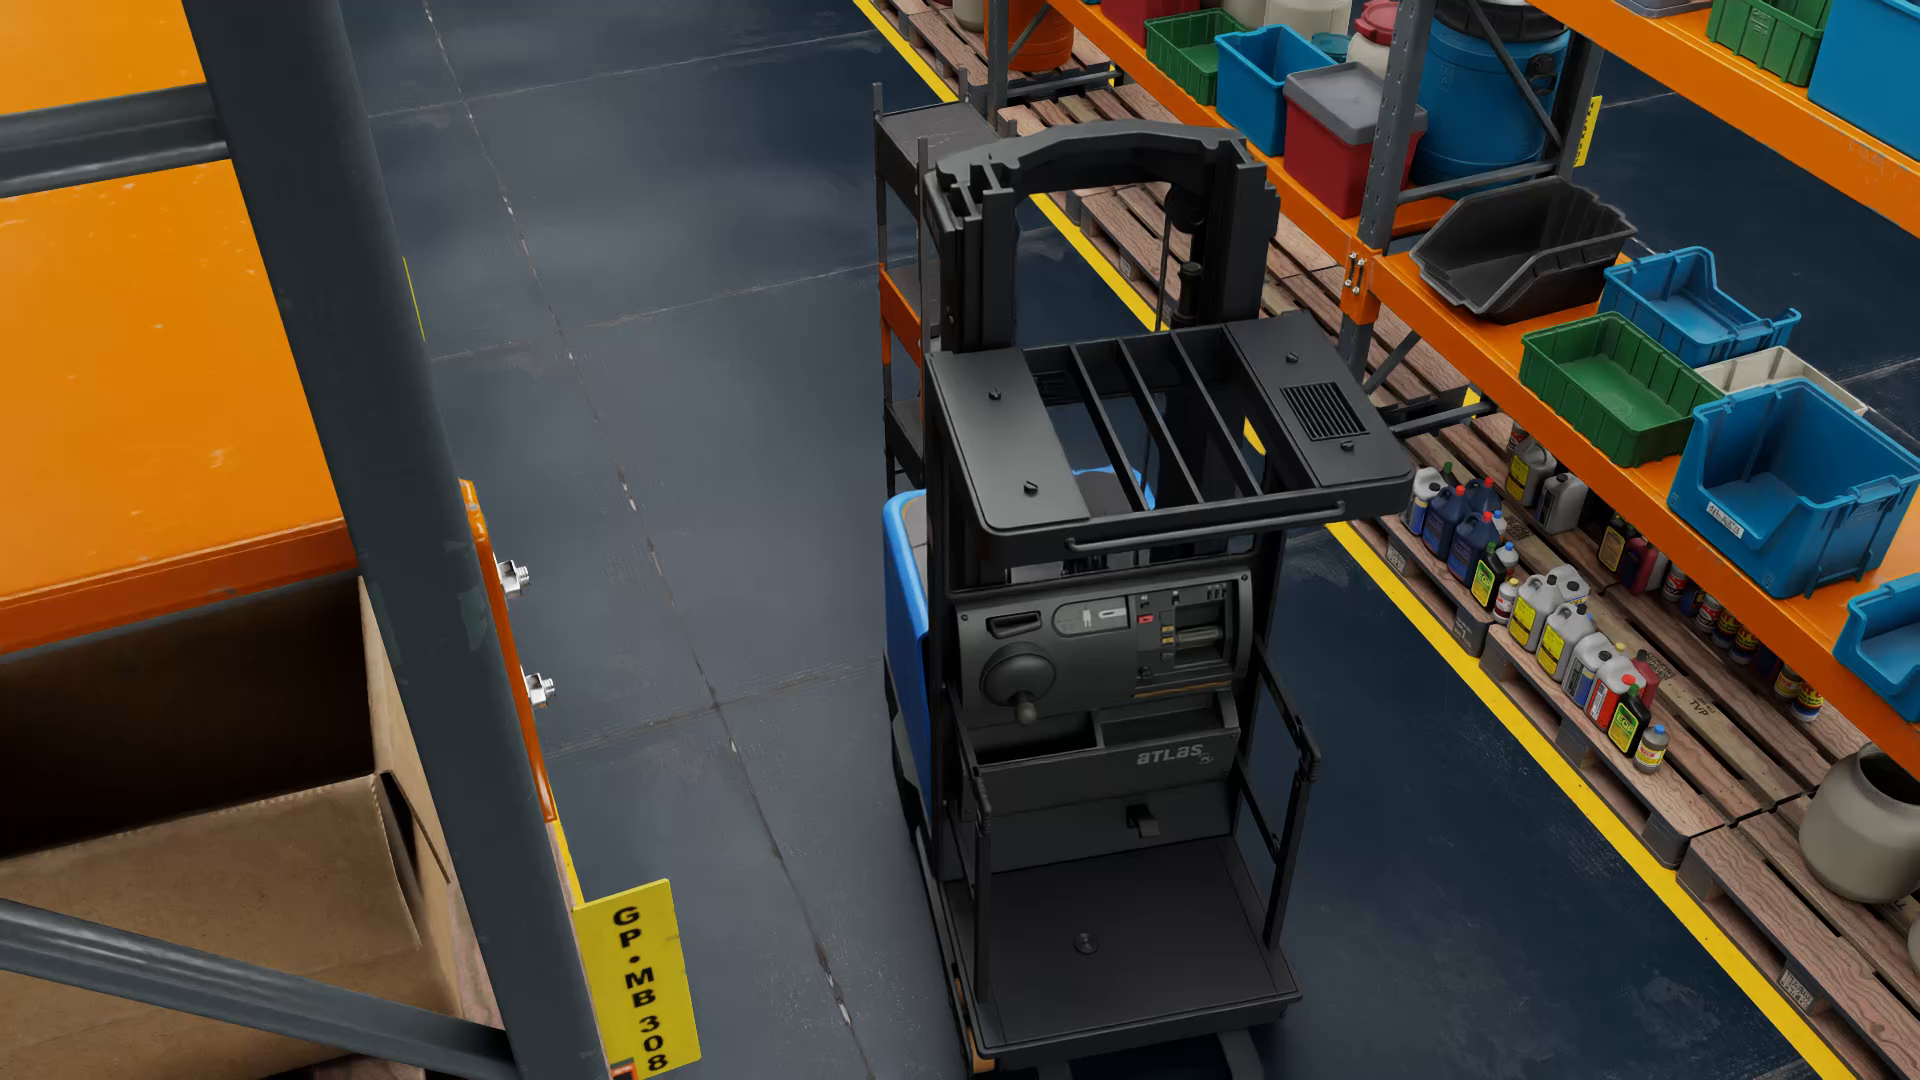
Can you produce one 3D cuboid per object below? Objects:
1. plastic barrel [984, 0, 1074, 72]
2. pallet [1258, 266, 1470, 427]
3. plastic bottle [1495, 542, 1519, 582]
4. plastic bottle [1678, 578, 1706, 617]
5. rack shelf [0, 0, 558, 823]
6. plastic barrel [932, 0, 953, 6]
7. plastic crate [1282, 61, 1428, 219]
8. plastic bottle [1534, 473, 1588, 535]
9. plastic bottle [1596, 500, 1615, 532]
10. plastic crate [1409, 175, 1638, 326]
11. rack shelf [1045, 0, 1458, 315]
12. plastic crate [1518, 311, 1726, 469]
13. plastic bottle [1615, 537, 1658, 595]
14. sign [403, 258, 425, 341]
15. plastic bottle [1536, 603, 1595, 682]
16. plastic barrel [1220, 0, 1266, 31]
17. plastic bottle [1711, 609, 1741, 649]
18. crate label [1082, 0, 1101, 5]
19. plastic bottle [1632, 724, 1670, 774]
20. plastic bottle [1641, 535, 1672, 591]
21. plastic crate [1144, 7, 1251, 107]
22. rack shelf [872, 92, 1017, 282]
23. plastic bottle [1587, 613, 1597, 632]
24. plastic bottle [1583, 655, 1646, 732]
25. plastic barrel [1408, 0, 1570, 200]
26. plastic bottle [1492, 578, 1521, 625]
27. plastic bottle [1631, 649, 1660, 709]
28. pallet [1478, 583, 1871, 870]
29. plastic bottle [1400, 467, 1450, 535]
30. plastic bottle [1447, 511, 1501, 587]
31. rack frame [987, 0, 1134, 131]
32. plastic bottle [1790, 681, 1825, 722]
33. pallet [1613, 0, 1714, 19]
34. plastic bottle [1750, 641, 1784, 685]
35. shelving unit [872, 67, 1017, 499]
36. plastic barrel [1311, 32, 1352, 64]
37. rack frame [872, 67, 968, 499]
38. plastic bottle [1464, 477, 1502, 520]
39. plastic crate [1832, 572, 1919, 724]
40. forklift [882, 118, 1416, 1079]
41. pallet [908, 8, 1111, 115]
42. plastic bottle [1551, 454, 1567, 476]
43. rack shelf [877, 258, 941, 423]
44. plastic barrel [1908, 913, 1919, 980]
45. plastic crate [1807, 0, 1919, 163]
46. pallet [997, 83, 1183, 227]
[{"bbox_3d":[0.457,-3.566,10.857,0.600,0.830,0.708,-15,43,-17],"label":"plastic barrel"},{"bbox_3d":[1.854,-0.936,8.595,1.003,0.211,1.213,-15,43,-17],"label":"pallet"},{"bbox_3d":[2.279,0.121,6.983,0.097,0.271,0.097,0,41,0],"label":"plastic bottle"},{"bbox_3d":[3.068,0.189,6.904,0.097,0.271,0.097,0,41,0],"label":"plastic bottle"},{"bbox_3d":[-1.622,-0.942,2.720,1.077,0.370,4.000,-15,43,-17],"label":"rack shelf"},{"bbox_3d":[0.025,-4.155,11.727,0.600,0.588,0.708,-15,43,-17],"label":"plastic barrel"},{"bbox_3d":[1.723,-1.769,7.376,0.402,0.464,0.583,-15,43,-17],"label":"plastic crate"},{"bbox_3d":[2.649,-0.180,7.329,0.152,0.276,0.135,-15,43,-17],"label":"plastic bottle"},{"bbox_3d":[2.878,-0.147,7.285,0.061,0.283,0.133,-12,42,-14],"label":"plastic bottle"},{"bbox_3d":[2.273,-1.159,6.764,0.767,0.338,0.504,-15,43,-17],"label":"plastic crate"},{"bbox_3d":[1.425,-2.462,8.783,1.077,0.370,4.000,-15,43,-17],"label":"rack shelf"},{"bbox_3d":[2.449,-0.561,6.183,0.450,0.188,0.662,-15,43,-17],"label":"plastic crate"},{"bbox_3d":[2.861,0.085,7.015,0.061,0.283,0.133,-15,43,-17],"label":"plastic bottle"},{"bbox_3d":[-1.875,-0.794,5.567,0.100,0.325,0.005,-15,43,-17],"label":"sign"},{"bbox_3d":[2.422,0.379,6.621,0.144,0.351,0.185,-13,42,-15],"label":"plastic bottle"},{"bbox_3d":[1.581,-2.915,8.653,0.433,0.535,0.433,0,41,0],"label":"plastic barrel"},{"bbox_3d":[3.146,0.311,6.762,0.097,0.271,0.097,0,41,0],"label":"plastic bottle"},{"bbox_3d":[0.790,-3.287,9.163,0.502,0.435,0.616,-15,43,-17],"label":"crate label"},{"bbox_3d":[2.613,0.777,6.273,0.097,0.201,0.097,0,41,0],"label":"plastic bottle"},{"bbox_3d":[2.959,0.061,7.048,0.152,0.276,0.135,-14,43,-16],"label":"plastic bottle"},{"bbox_3d":[1.263,-2.428,8.354,0.450,0.188,0.662,-15,43,-17],"label":"plastic crate"},{"bbox_3d":[-0.063,-1.416,6.652,0.431,0.518,0.480,-15,43,-17],"label":"rack shelf"},{"bbox_3d":[2.517,0.380,6.735,0.097,0.201,0.097,0,41,0],"label":"plastic bottle"},{"bbox_3d":[2.542,0.590,6.433,0.152,0.276,0.135,-15,43,-17],"label":"plastic bottle"},{"bbox_3d":[2.323,-2.028,7.342,0.600,0.901,0.708,-15,43,-17],"label":"plastic barrel"},{"bbox_3d":[2.275,0.244,6.893,0.097,0.201,0.097,0,41,0],"label":"plastic bottle"},{"bbox_3d":[2.640,0.560,6.462,0.061,0.283,0.133,-15,43,-17],"label":"plastic bottle"},{"bbox_3d":[2.880,0.679,6.718,1.003,0.211,1.213,-15,43,-17],"label":"pallet"},{"bbox_3d":[2.057,-0.175,7.323,0.152,0.276,0.135,-14,43,-15],"label":"plastic bottle"},{"bbox_3d":[2.188,0.011,7.049,0.144,0.351,0.185,-17,43,-19],"label":"plastic bottle"},{"bbox_3d":[0.660,-3.939,9.949,1.000,3.000,0.127,-15,43,-17],"label":"rack frame"},{"bbox_3d":[3.315,0.578,6.451,0.097,0.271,0.097,0,41,0],"label":"plastic bottle"},{"bbox_3d":[2.557,-2.185,5.753,1.213,0.211,1.003,-15,43,-17],"label":"pallet"},{"bbox_3d":[3.246,0.432,6.611,0.061,0.283,0.133,-14,43,-16],"label":"plastic bottle"},{"bbox_3d":[-0.063,-0.896,7.100,0.431,2.100,0.503,-15,43,-17],"label":"shelving unit"},{"bbox_3d":[1.826,-2.313,8.164,0.301,0.262,0.301,0,41,0],"label":"plastic barrel"},{"bbox_3d":[-0.157,-1.043,7.271,0.400,2.100,0.015,-15,43,-17],"label":"rack frame"},{"bbox_3d":[2.249,-0.138,7.223,0.144,0.351,0.185,-15,43,-17],"label":"plastic bottle"},{"bbox_3d":[3.010,0.317,5.114,0.499,0.251,0.408,-15,43,-17],"label":"plastic crate"},{"bbox_3d":[0.496,0.405,4.950,1.130,2.935,3.031,-8,41,-9],"label":"forklift"},{"bbox_3d":[0.320,-3.347,11.398,1.003,0.211,1.213,-15,43,-17],"label":"pallet"},{"bbox_3d":[2.703,-0.376,7.500,0.144,0.351,0.185,-16,43,-18],"label":"plastic bottle"},{"bbox_3d":[-0.063,-0.886,7.109,0.431,0.518,0.480,-15,43,-17],"label":"rack shelf"},{"bbox_3d":[3.399,1.287,5.458,0.421,0.512,0.421,0,41,0],"label":"plastic barrel"},{"bbox_3d":[2.713,-1.325,4.621,0.392,0.384,0.575,-15,43,-17],"label":"plastic crate"},{"bbox_3d":[0.921,-2.406,10.304,1.003,0.211,1.213,-15,43,-17],"label":"pallet"}]
